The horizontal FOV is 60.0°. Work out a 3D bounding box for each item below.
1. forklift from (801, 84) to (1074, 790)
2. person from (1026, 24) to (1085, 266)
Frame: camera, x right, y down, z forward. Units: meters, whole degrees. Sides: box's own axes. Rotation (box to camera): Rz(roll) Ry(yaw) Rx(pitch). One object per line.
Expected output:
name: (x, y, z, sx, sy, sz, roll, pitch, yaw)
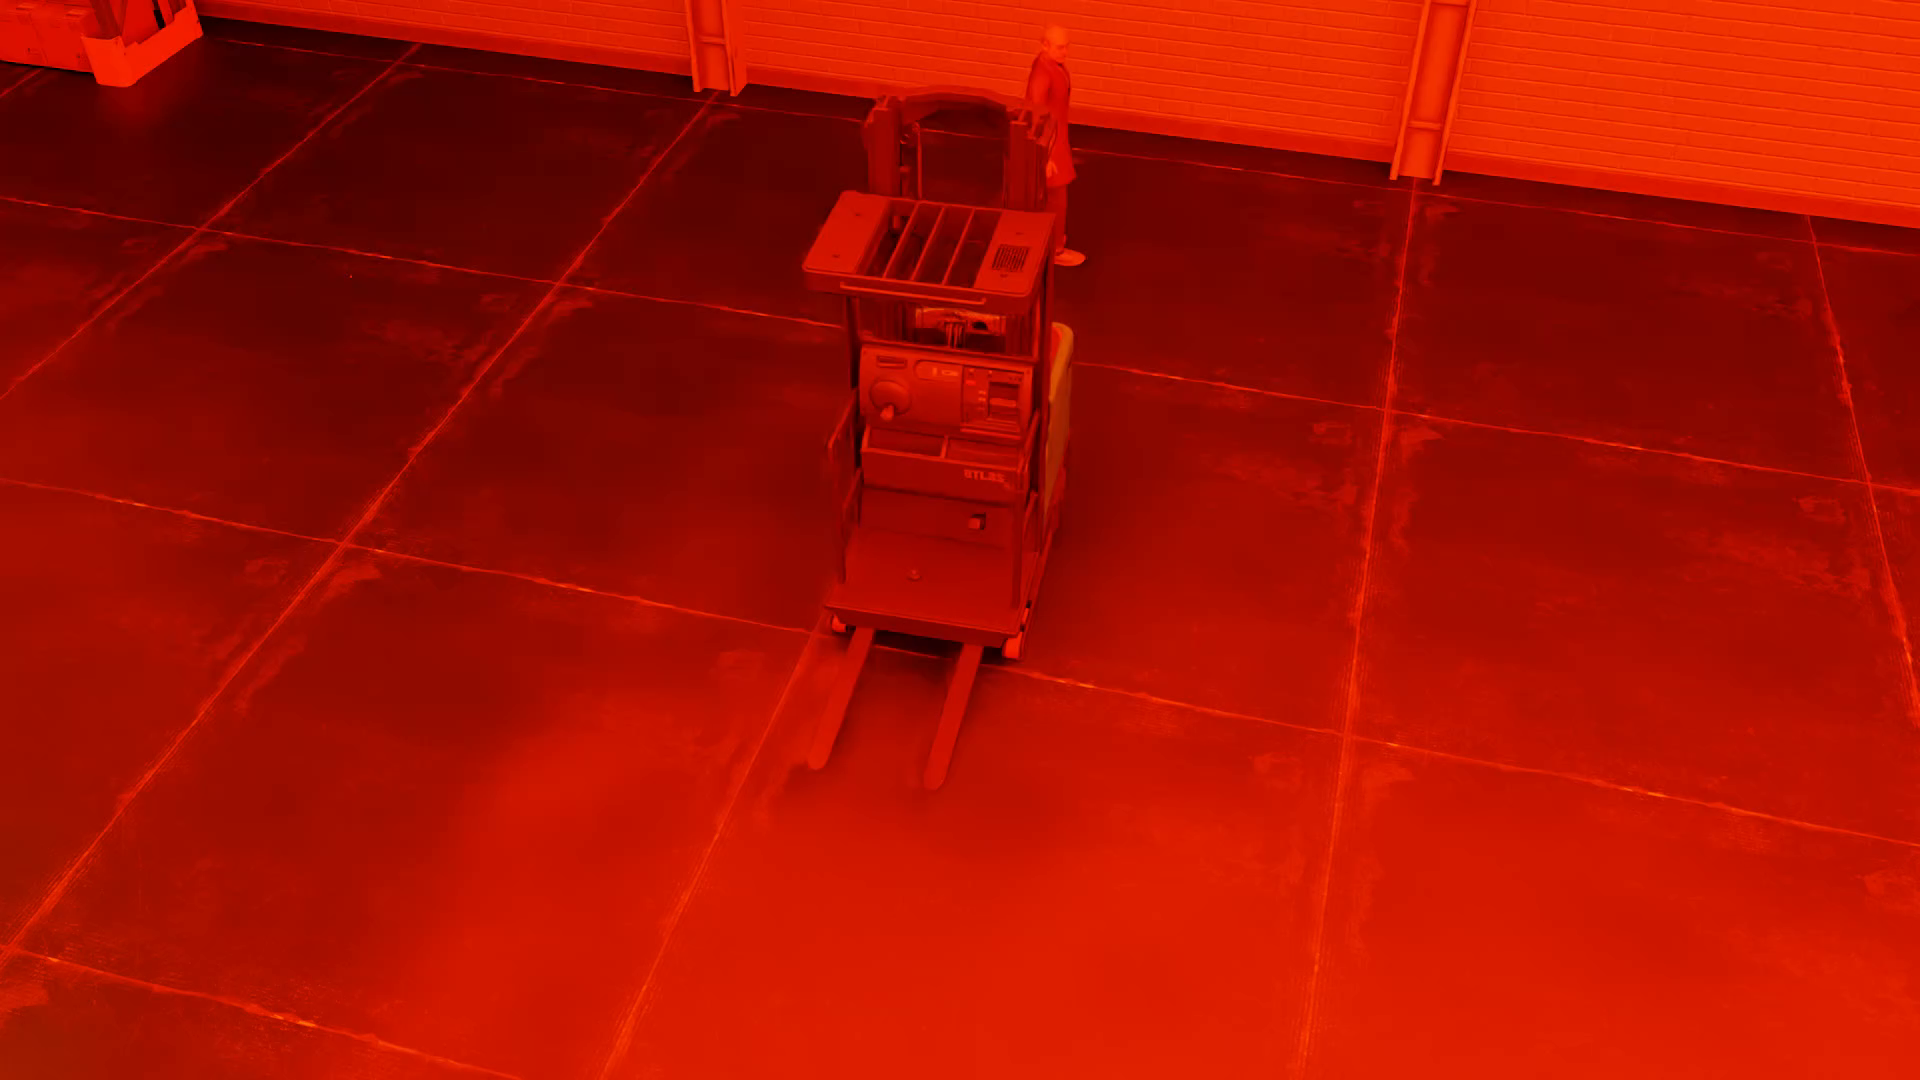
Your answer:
forklift: (-0.122, -0.707, 8.668, 1.130, 2.935, 3.031, 8, 42, 9)
person: (0.694, -2.849, 11.989, 0.496, 1.775, 0.741, 1, 41, 1)
